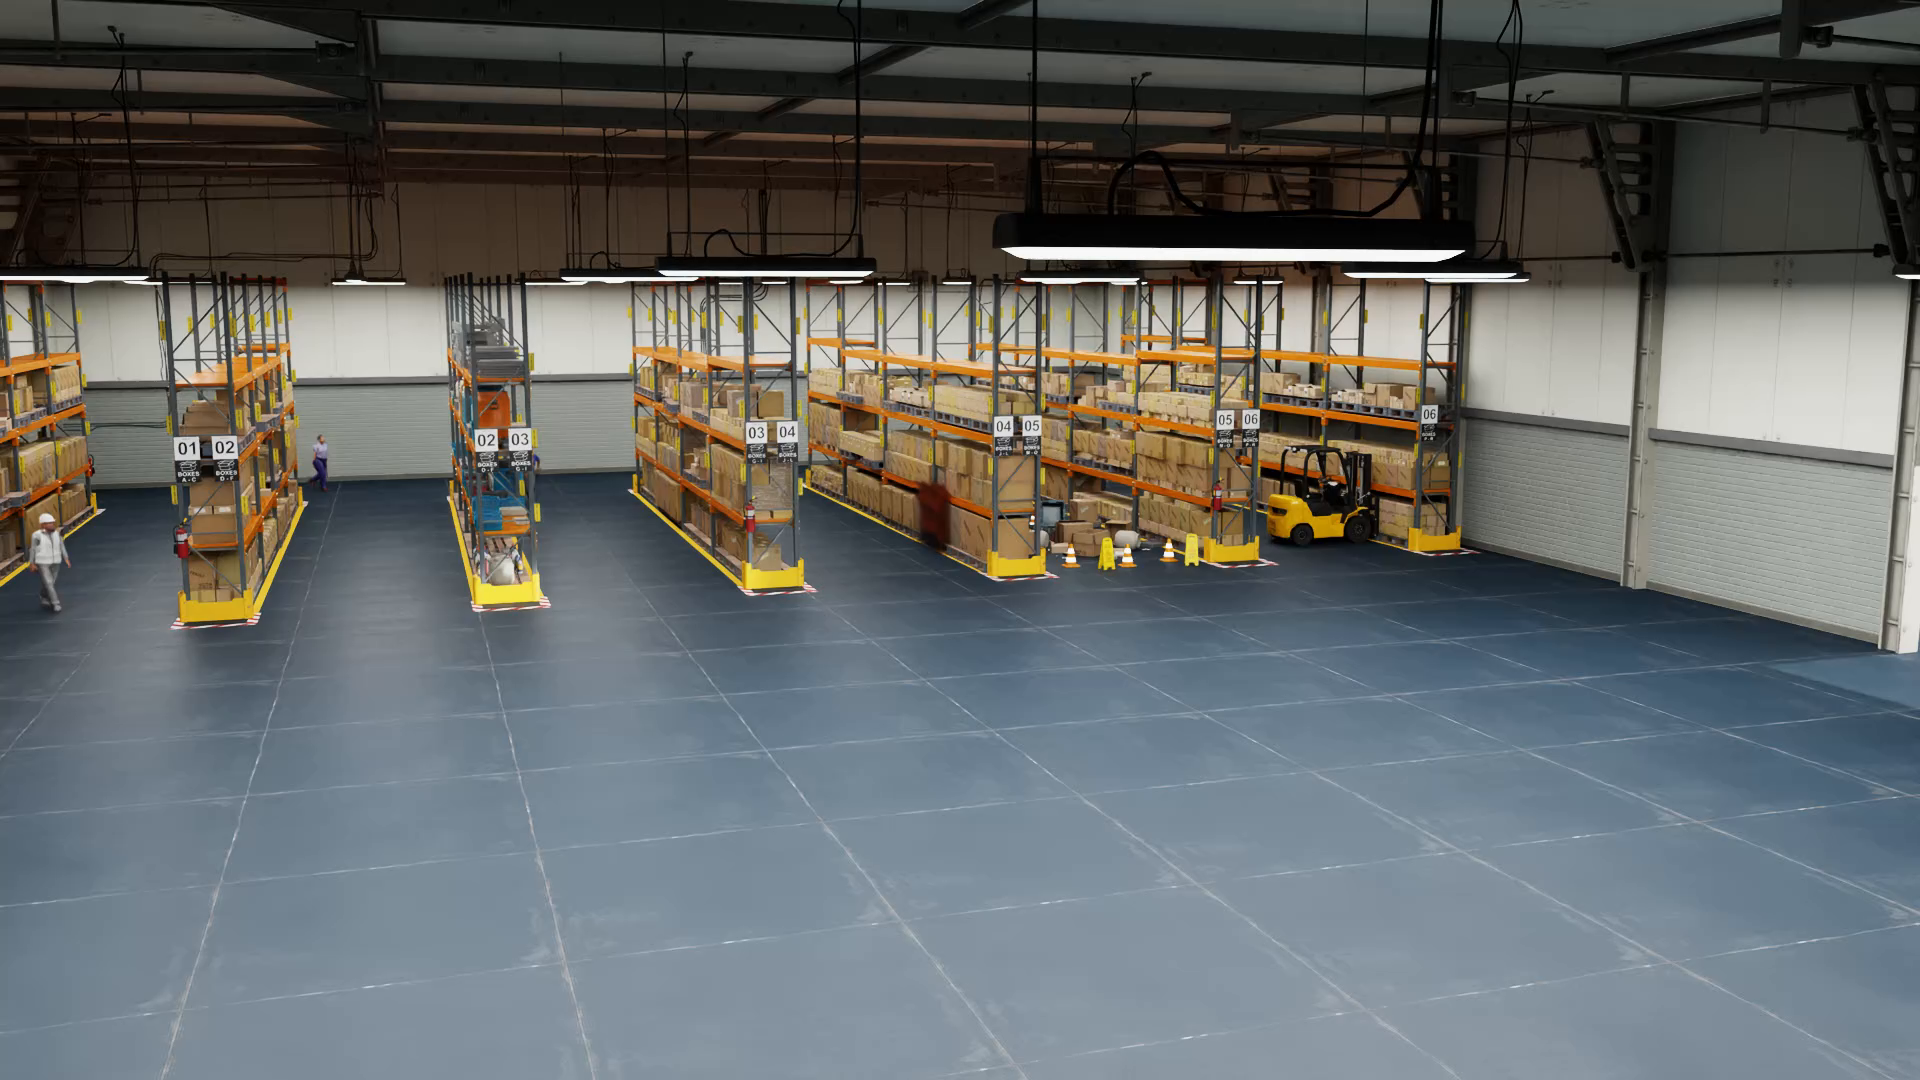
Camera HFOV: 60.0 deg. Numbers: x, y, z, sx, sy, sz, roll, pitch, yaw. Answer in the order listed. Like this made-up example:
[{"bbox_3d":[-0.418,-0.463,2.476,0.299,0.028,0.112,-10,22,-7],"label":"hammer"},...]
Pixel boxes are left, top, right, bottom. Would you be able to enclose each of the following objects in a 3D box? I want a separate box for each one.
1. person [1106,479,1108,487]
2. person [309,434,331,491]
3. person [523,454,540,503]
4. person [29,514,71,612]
[{"bbox_3d":[4.159,-2.404,48.124,0.467,1.766,0.616,5,10,32],"label":"person"},{"bbox_3d":[-18.234,-2.210,47.280,0.855,1.604,0.484,3,9,17],"label":"person"},{"bbox_3d":[-11.511,-1.749,44.494,0.559,1.562,0.729,-1,9,-9],"label":"person"},{"bbox_3d":[-16.240,0.386,29.696,1.059,1.717,0.596,6,11,35],"label":"person"}]
